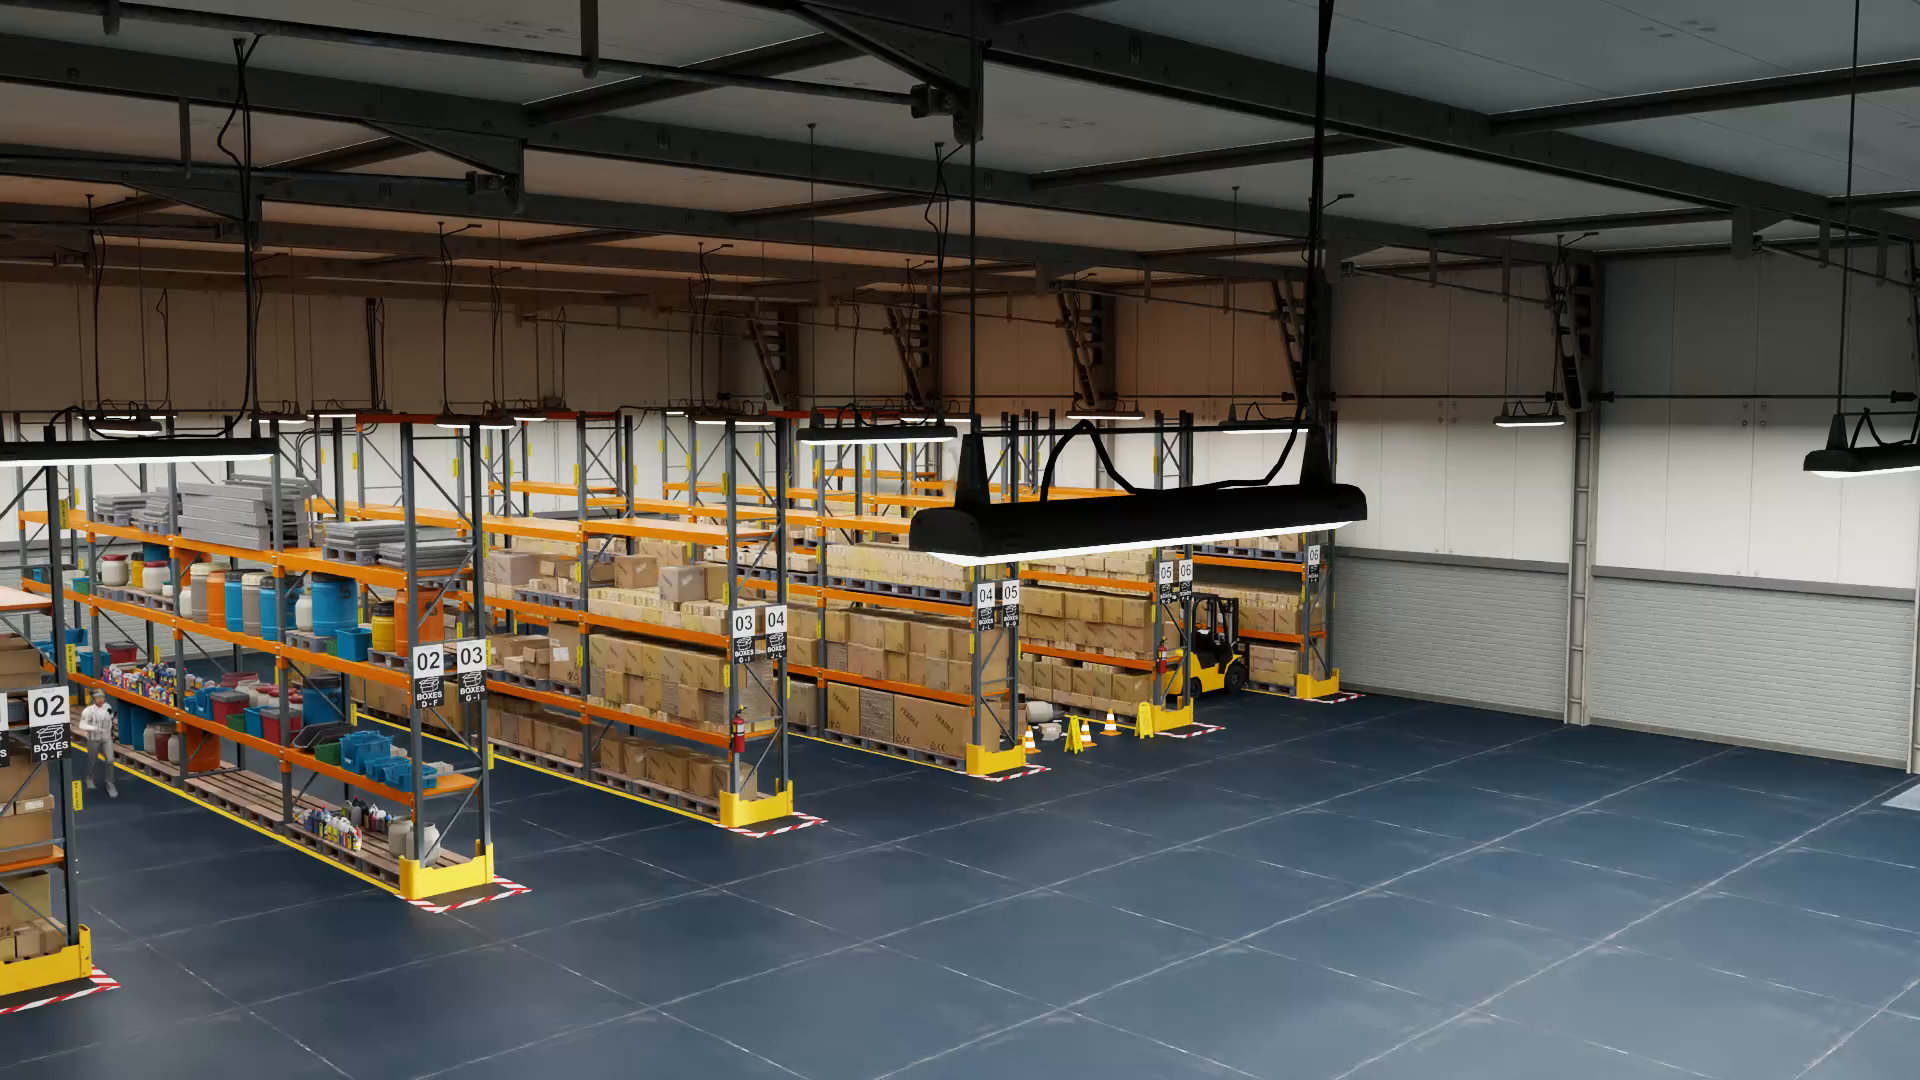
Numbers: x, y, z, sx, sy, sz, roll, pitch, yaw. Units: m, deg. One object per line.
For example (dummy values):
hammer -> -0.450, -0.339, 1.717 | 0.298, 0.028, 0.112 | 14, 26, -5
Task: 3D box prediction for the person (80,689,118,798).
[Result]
person -> -13.695, 3.190, 26.420 | 0.562, 1.719, 0.857 | -5, 7, -42
